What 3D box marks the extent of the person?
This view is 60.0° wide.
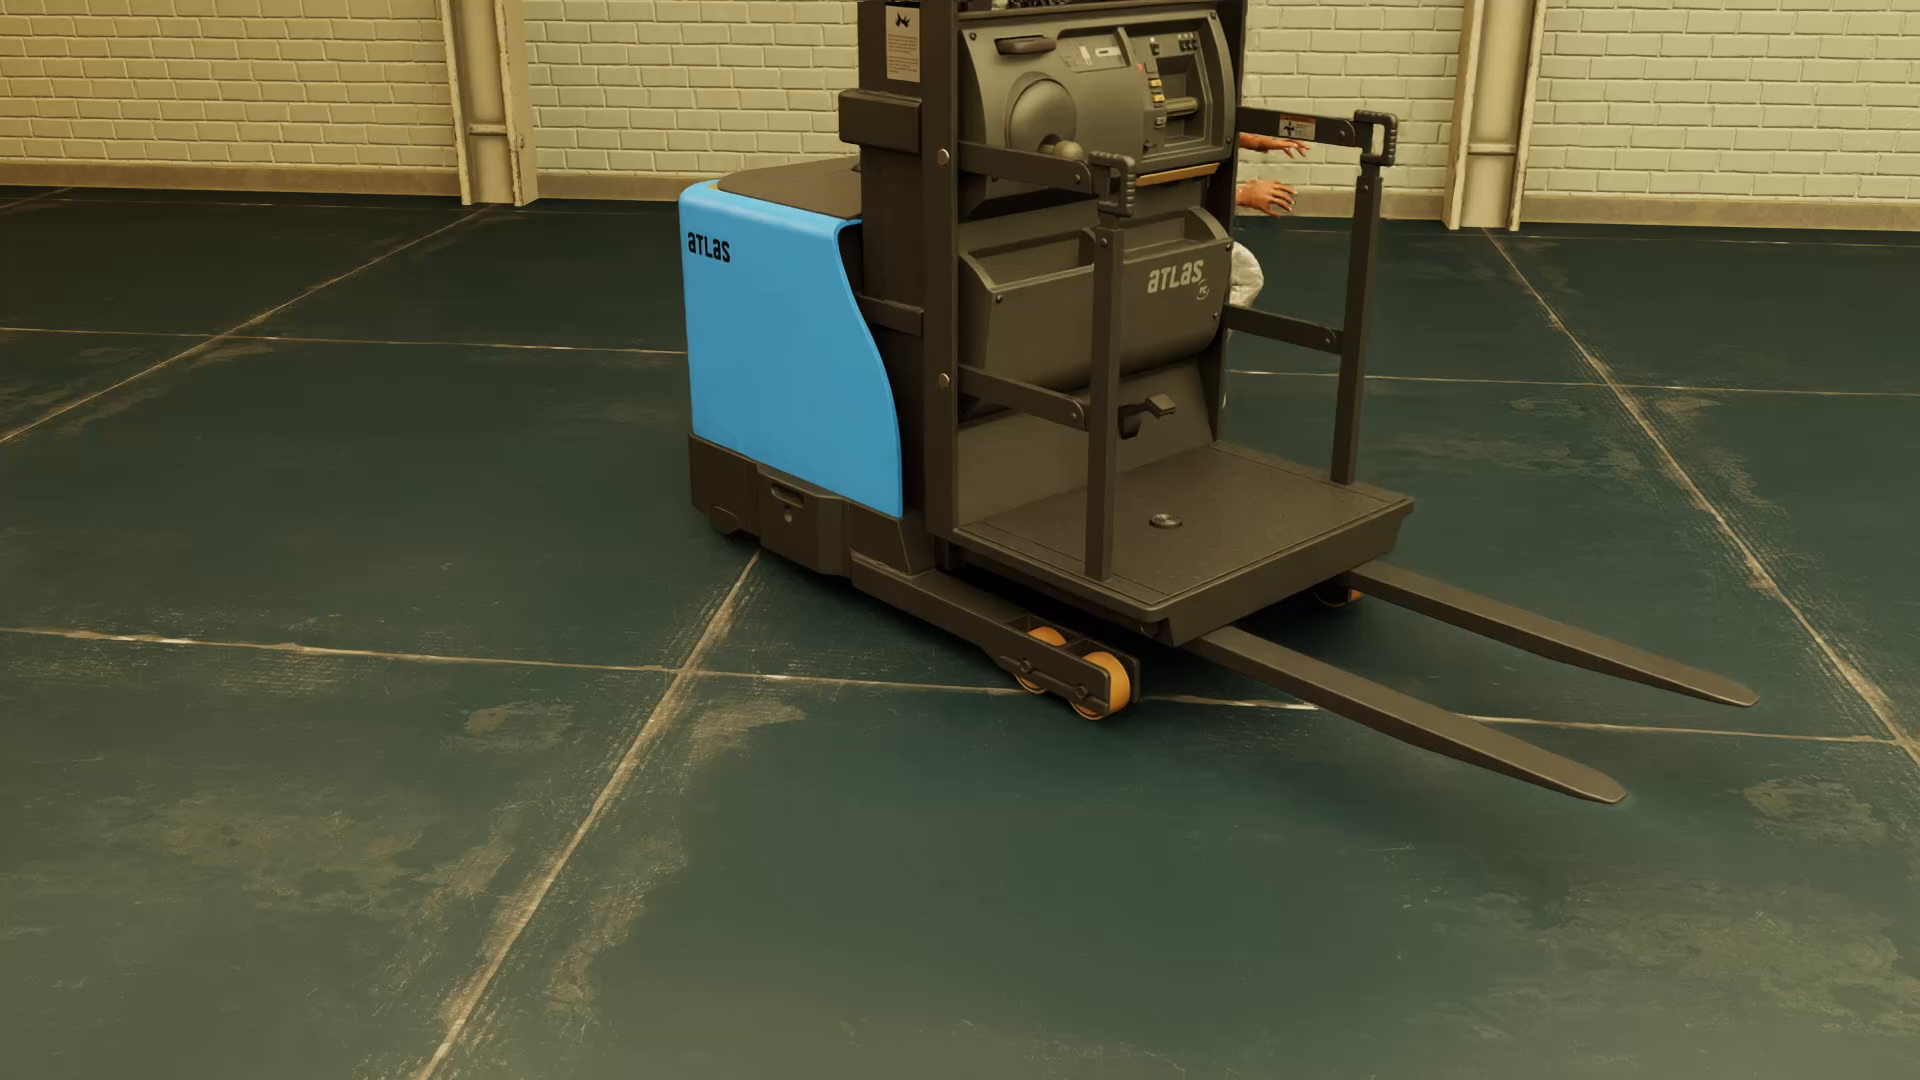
[{"bbox_3d":[0.819,-1.058,5.756,0.782,1.534,1.022,10,24,23],"label":"person"}]

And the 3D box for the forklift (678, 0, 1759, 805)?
[{"bbox_3d":[0.516,-1.133,4.068,1.130,2.935,3.031,-19,29,-39],"label":"forklift"}]
